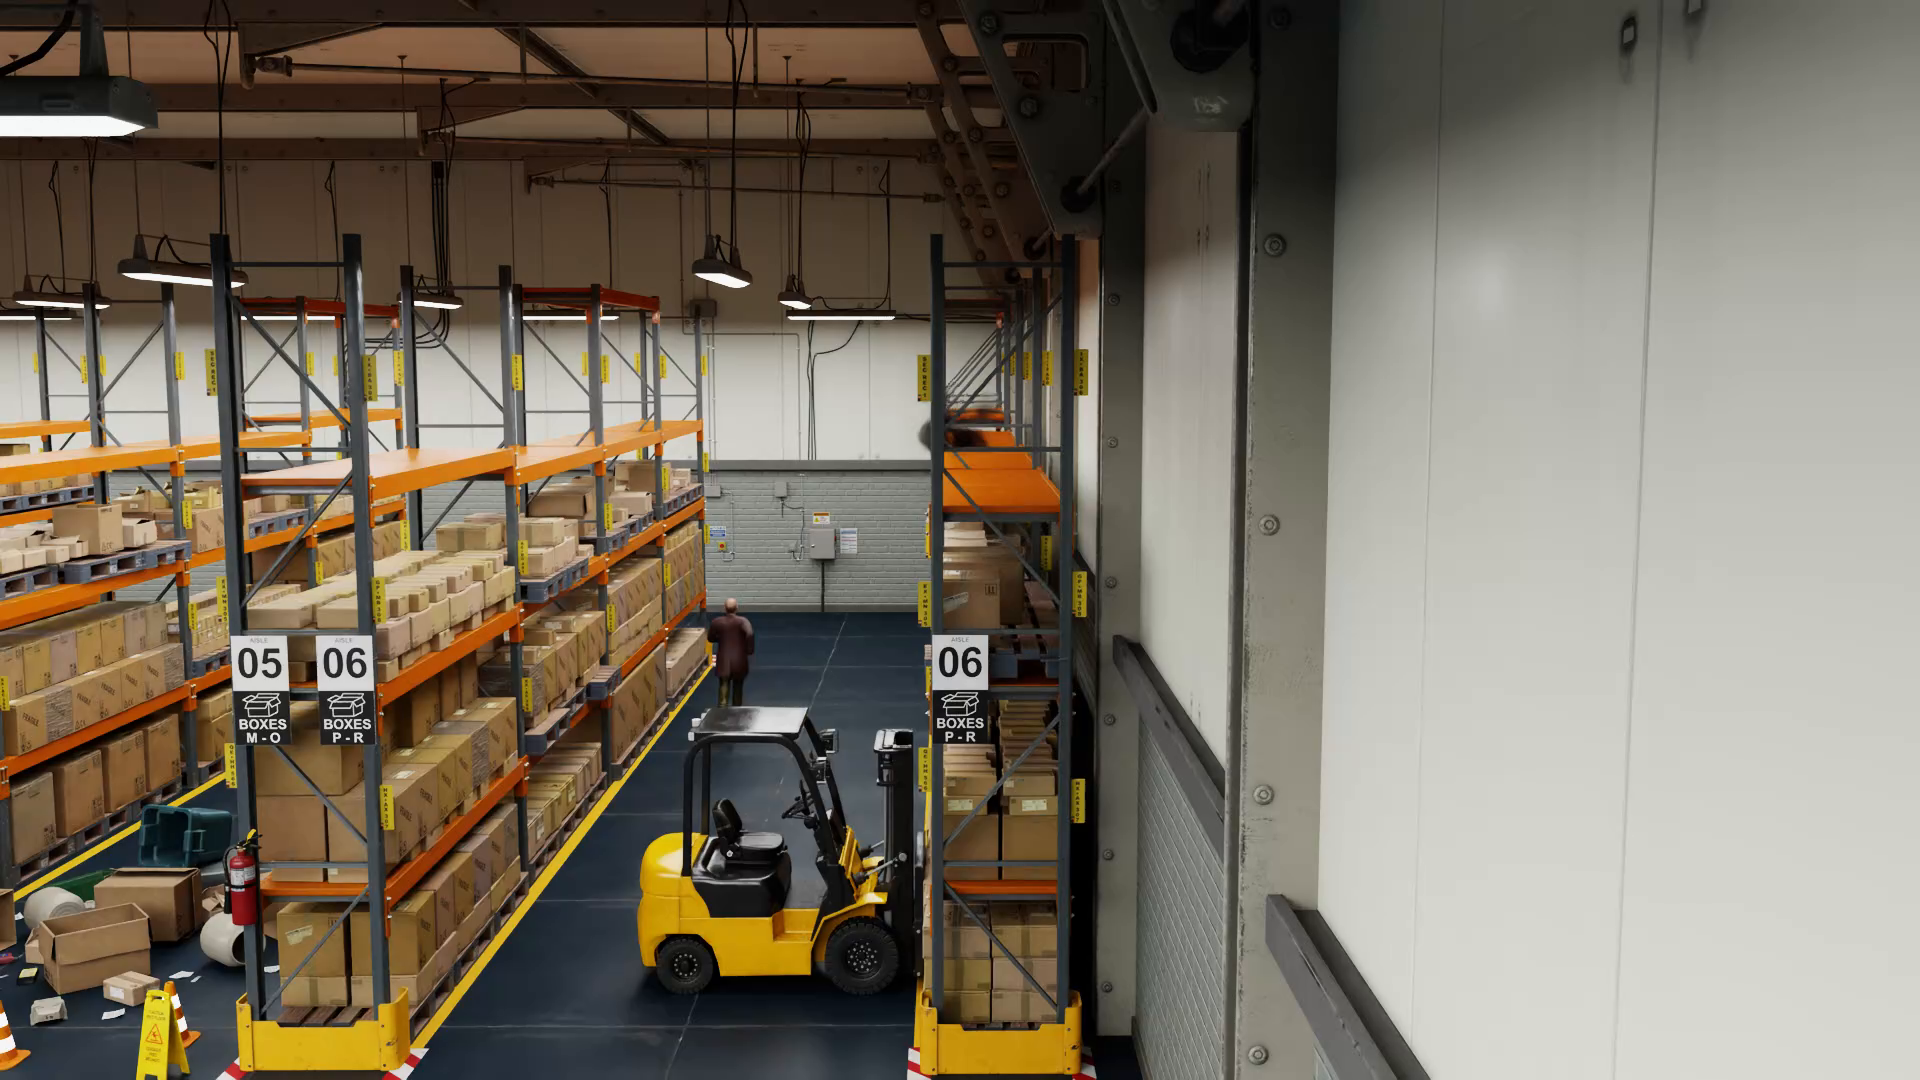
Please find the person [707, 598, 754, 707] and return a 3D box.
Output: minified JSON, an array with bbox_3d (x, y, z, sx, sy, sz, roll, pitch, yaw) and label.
[{"bbox_3d":[-3.197,1.689,23.237,0.704,1.761,1.049,0,6,0],"label":"person"}]
